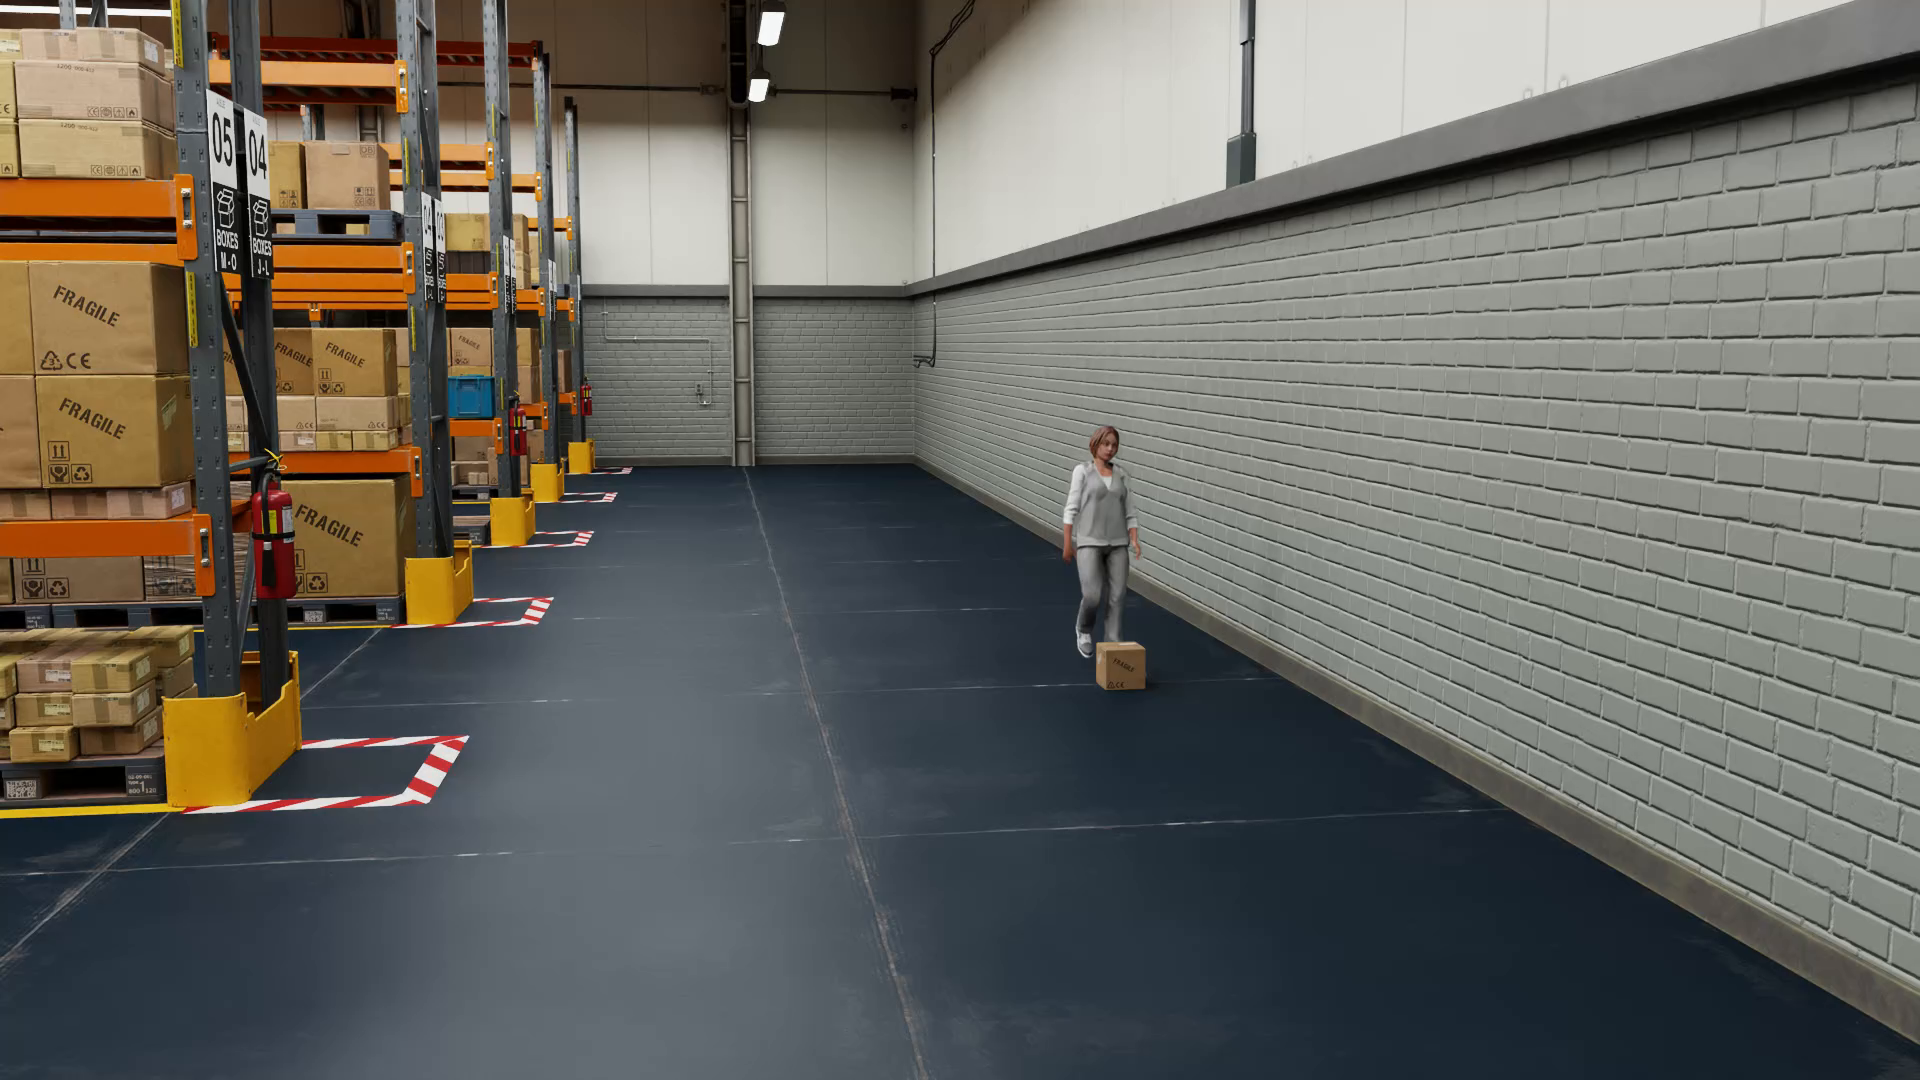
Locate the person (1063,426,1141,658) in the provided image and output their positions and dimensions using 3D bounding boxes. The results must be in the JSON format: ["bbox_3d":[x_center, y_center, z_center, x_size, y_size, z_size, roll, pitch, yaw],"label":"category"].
[{"bbox_3d":[0.923,0.066,10.524,0.458,1.557,0.682,-2,7,-14],"label":"person"}]
